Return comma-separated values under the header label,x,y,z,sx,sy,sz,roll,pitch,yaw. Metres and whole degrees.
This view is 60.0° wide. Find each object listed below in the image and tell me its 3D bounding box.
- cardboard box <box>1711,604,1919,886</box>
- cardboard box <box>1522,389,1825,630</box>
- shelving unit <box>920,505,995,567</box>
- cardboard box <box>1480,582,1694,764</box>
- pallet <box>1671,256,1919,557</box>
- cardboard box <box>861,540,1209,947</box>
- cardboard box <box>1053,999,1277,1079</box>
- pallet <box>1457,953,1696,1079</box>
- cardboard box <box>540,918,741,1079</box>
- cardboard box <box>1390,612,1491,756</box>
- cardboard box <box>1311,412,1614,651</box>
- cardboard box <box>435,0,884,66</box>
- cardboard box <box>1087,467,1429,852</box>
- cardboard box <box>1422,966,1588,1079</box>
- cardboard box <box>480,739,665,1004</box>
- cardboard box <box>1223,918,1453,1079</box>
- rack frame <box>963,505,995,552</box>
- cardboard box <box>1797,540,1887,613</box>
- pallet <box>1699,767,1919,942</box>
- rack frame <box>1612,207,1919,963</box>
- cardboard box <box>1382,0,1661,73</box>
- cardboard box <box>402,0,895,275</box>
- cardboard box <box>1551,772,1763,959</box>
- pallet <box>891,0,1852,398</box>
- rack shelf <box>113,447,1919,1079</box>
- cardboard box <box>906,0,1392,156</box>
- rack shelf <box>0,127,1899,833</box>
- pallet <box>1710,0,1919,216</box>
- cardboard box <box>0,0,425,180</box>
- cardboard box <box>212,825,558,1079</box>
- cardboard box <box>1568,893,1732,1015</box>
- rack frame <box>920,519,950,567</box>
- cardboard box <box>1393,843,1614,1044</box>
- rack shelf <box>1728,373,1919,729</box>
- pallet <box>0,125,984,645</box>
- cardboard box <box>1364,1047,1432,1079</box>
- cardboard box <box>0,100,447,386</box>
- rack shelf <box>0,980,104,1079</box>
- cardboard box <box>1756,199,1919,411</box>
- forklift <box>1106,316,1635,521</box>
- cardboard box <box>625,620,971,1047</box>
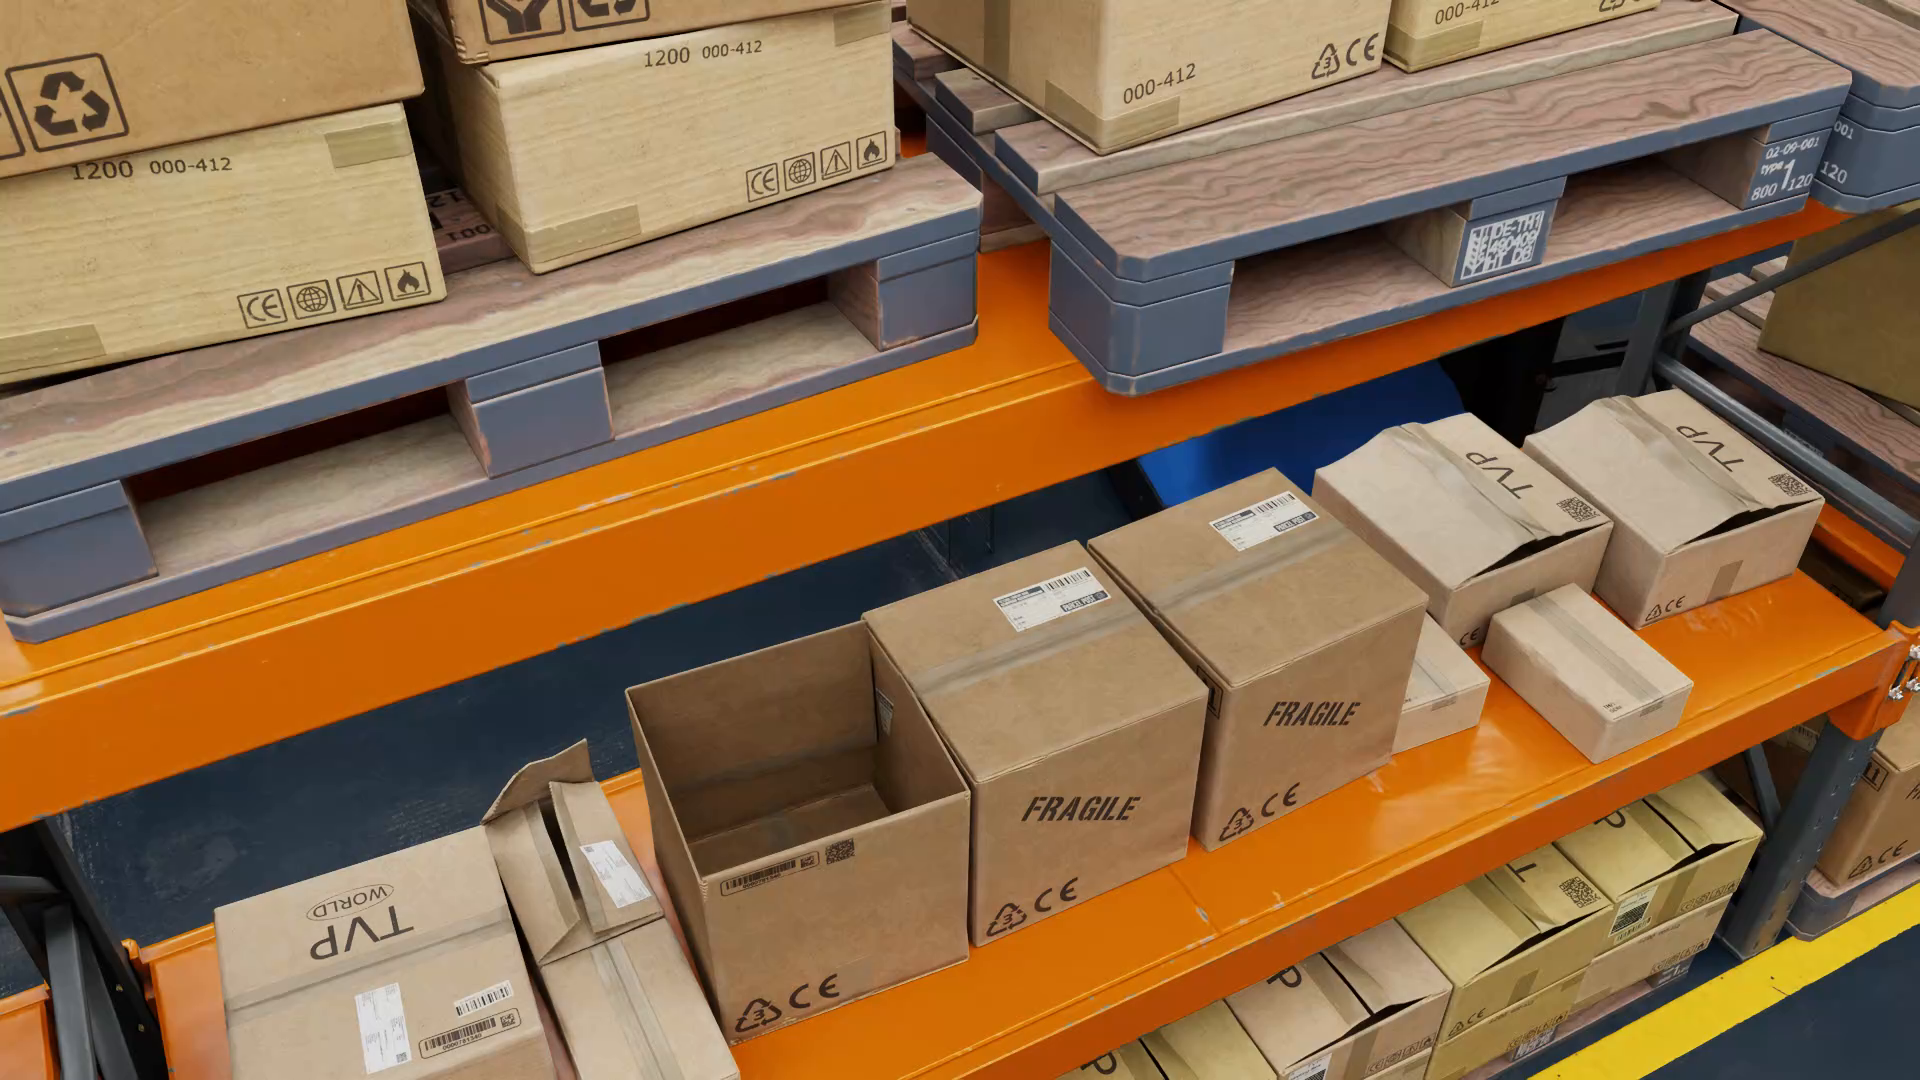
label,x,y,z,sx,sy,sz,roll,pitch,yaw
cardboard box,2.621,0.587,4.829,0.500,0.500,0.500,-17,43,-19
cardboard box,1.742,-0.110,4.127,0.500,0.311,0.500,-16,43,-18
shelving unit,-0.013,-0.454,5.857,0.189,1.200,0.258,-19,44,-21
cardboard box,1.415,0.296,3.774,0.250,0.149,0.380,-19,44,-21
pallet,2.654,-0.396,4.545,1.003,0.211,1.213,-19,44,-21
cardboard box,0.137,0.402,3.376,0.500,0.500,0.500,-19,44,-21
cardboard box,0.382,1.202,3.878,0.500,0.311,0.500,-17,43,-19
pallet,1.337,1.061,4.834,1.213,0.211,1.003,-19,44,-21
cardboard box,-0.583,0.915,3.041,0.250,0.149,0.380,-19,44,-21
cardboard box,0.980,0.282,3.790,0.250,0.149,0.380,-15,43,-18
cardboard box,1.202,-0.037,4.041,0.500,0.311,0.500,-19,44,-21
cardboard box,-0.403,-0.912,1.895,0.500,0.500,0.500,-15,42,-17
cardboard box,0.604,0.245,3.562,0.500,0.500,0.500,-21,45,-23
cardboard box,1.275,1.115,4.415,0.500,0.250,0.500,-19,44,-21
cardboard box,-0.768,0.650,3.264,0.258,0.266,0.396,-20,44,-22
cardboard box,0.827,1.053,4.053,0.500,0.311,0.500,-19,44,-21
rack frame,0.068,-0.481,5.890,0.006,1.200,0.240,-19,44,-21
cardboard box,2.806,0.145,5.351,0.500,0.500,0.500,-17,43,-19
pallet,2.764,0.636,5.335,1.213,0.211,1.003,-19,44,-21
rack frame,2.085,-0.227,4.197,0.127,3.000,1.000,-19,44,-21
cardboard box,0.739,-0.976,2.551,0.500,0.250,0.500,-19,44,-21
cardboard box,-0.426,-0.625,2.136,0.500,0.250,0.500,-23,45,-25
cardboard box,1.734,0.746,4.417,0.500,0.311,0.500,-17,43,-20
pallet,0.534,-0.711,2.592,1.213,0.211,1.003,-17,43,-19
rack shelf,0.311,0.644,3.724,4.000,0.370,1.077,-19,44,-21
cardboard box,0.261,-0.817,2.363,0.500,0.250,0.500,-22,45,-24
rack shelf,0.311,-0.500,2.755,4.000,0.370,1.077,-19,44,-21
pallet,1.524,-1.046,2.989,1.003,0.211,1.213,-17,43,-19
cardboard box,-0.898,-0.729,1.678,0.500,0.500,0.500,-18,43,-20
cardboard box,-1.046,0.852,3.038,0.500,0.250,0.500,-16,43,-18
cardboard box,1.731,0.959,4.599,0.500,0.250,0.500,-18,43,-20
rack frame,-0.094,-0.426,5.825,0.006,1.200,0.240,-19,44,-21
cardboard box,1.276,0.904,4.229,0.500,0.311,0.500,-19,44,-21
rack shelf,3.859,-0.549,5.134,4.000,0.370,1.077,-19,44,-21
pallet,-0.687,-0.376,2.199,1.217,0.209,0.805,-20,44,-22
cardboard box,0.828,1.263,4.239,0.500,0.250,0.500,-18,43,-20
cardboard box,-0.912,-0.460,1.941,0.500,0.250,0.500,-14,42,-16
rack shelf,-3.237,1.838,2.314,4.000,0.370,1.077,-19,44,-21
cardboard box,2.591,-0.678,4.327,0.700,0.500,0.500,31,49,31
forklift,2.083,-1.477,5.726,3.031,2.935,1.130,-10,41,-12
cardboard box,-0.307,0.551,3.199,0.500,0.500,0.500,-16,43,-18
